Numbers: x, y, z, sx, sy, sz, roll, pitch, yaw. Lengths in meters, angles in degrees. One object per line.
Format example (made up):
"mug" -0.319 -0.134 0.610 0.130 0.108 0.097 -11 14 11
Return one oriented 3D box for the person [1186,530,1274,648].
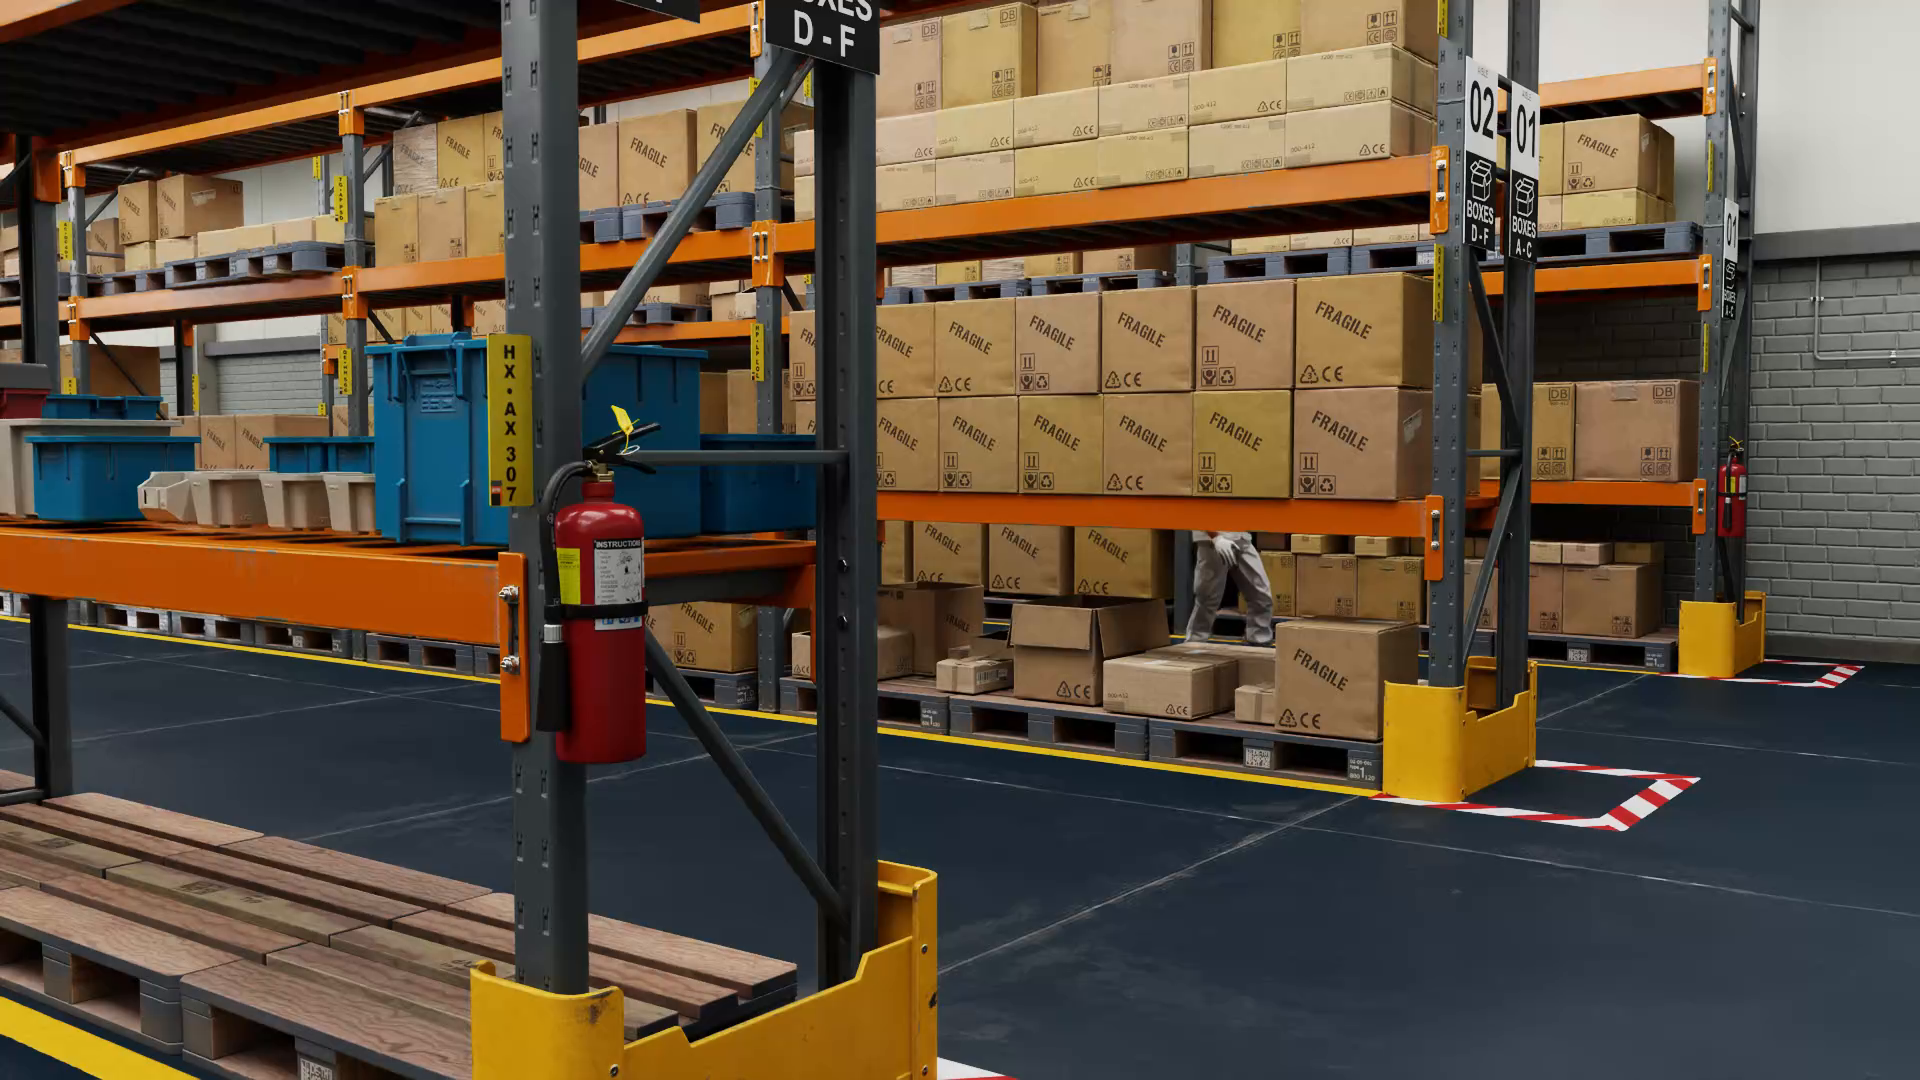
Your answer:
"person" 1.719 0.071 10.461 0.539 1.833 0.686 -3 4 -44
